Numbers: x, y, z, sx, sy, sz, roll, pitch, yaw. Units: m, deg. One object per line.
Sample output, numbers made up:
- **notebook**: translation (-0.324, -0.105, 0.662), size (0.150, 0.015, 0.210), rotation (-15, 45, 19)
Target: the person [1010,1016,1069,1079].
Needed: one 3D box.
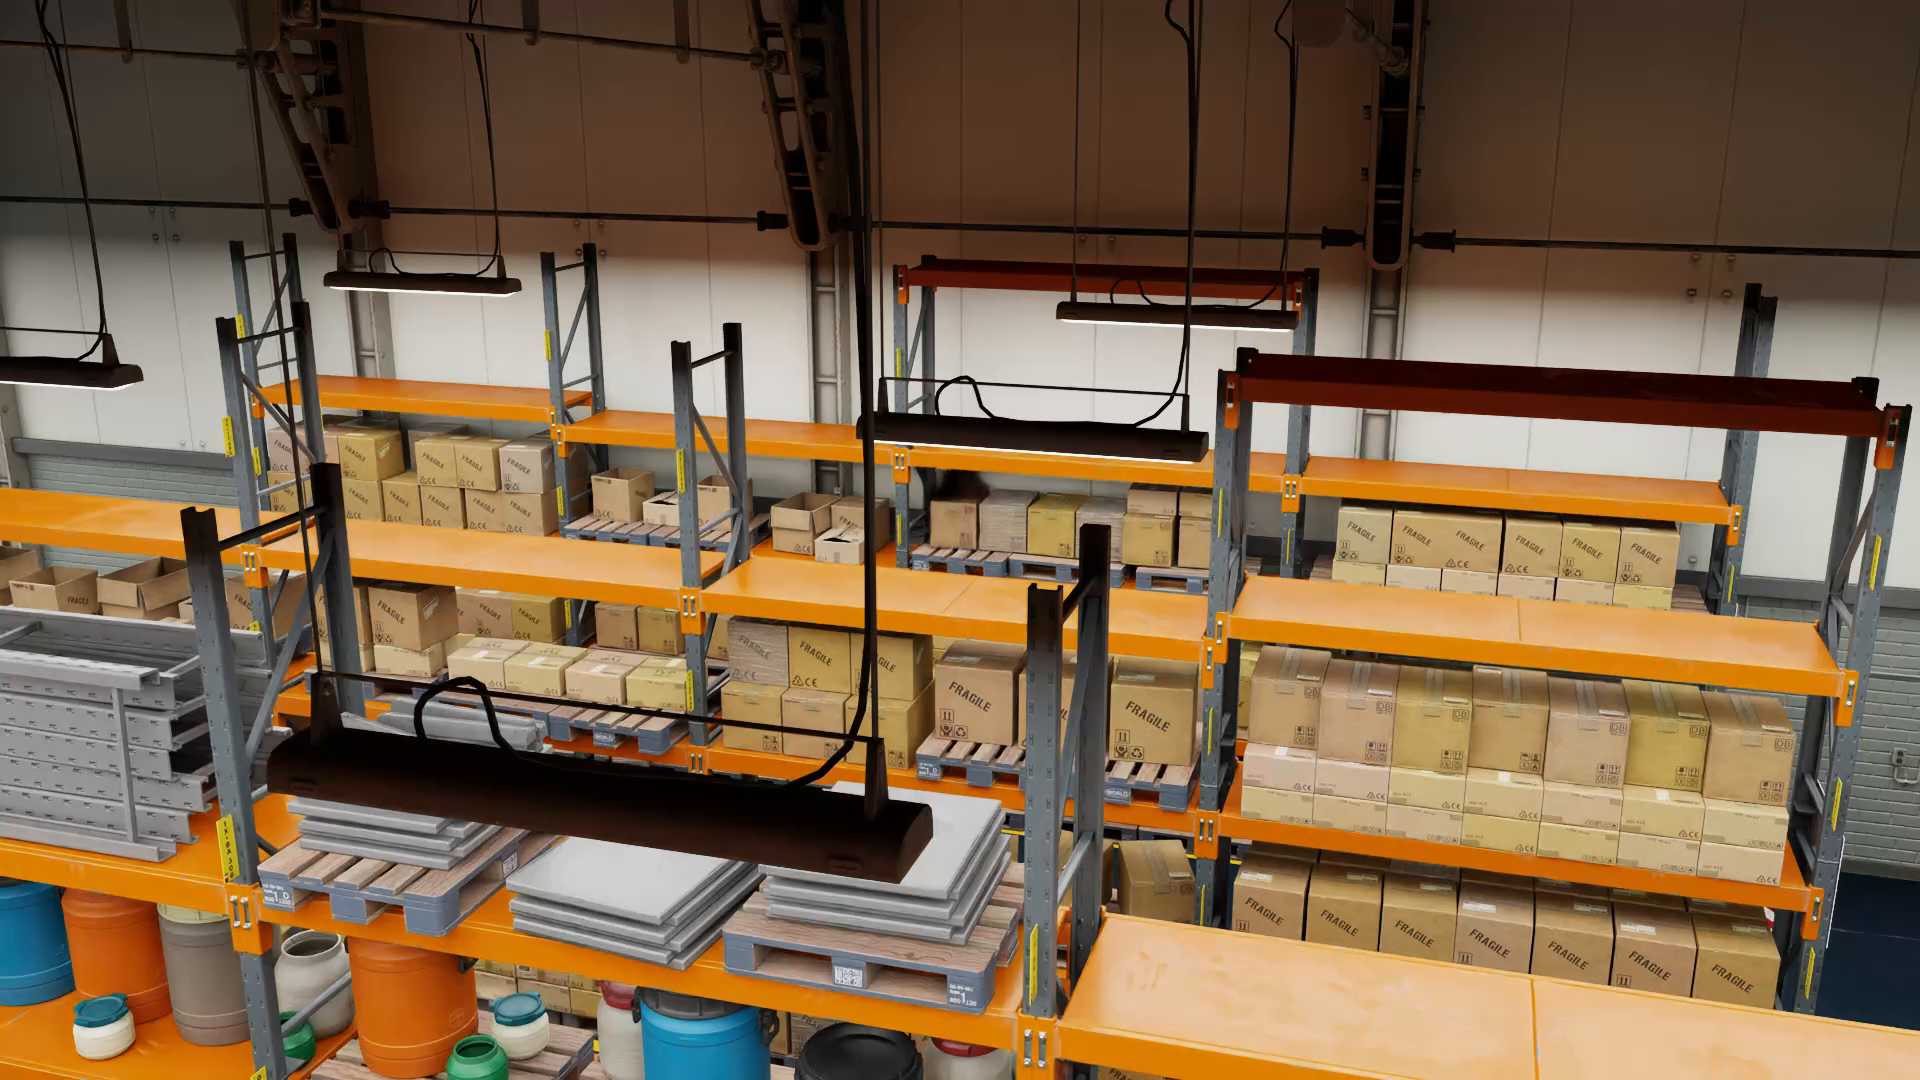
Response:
- **person**: translation (0.463, 3.956, 11.830), size (0.996, 1.695, 0.580), rotation (5, 17, 16)

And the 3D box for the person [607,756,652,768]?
- **person**: translation (-3.375, 2.260, 16.990), size (0.455, 1.692, 0.409), rotation (-1, 16, -4)
